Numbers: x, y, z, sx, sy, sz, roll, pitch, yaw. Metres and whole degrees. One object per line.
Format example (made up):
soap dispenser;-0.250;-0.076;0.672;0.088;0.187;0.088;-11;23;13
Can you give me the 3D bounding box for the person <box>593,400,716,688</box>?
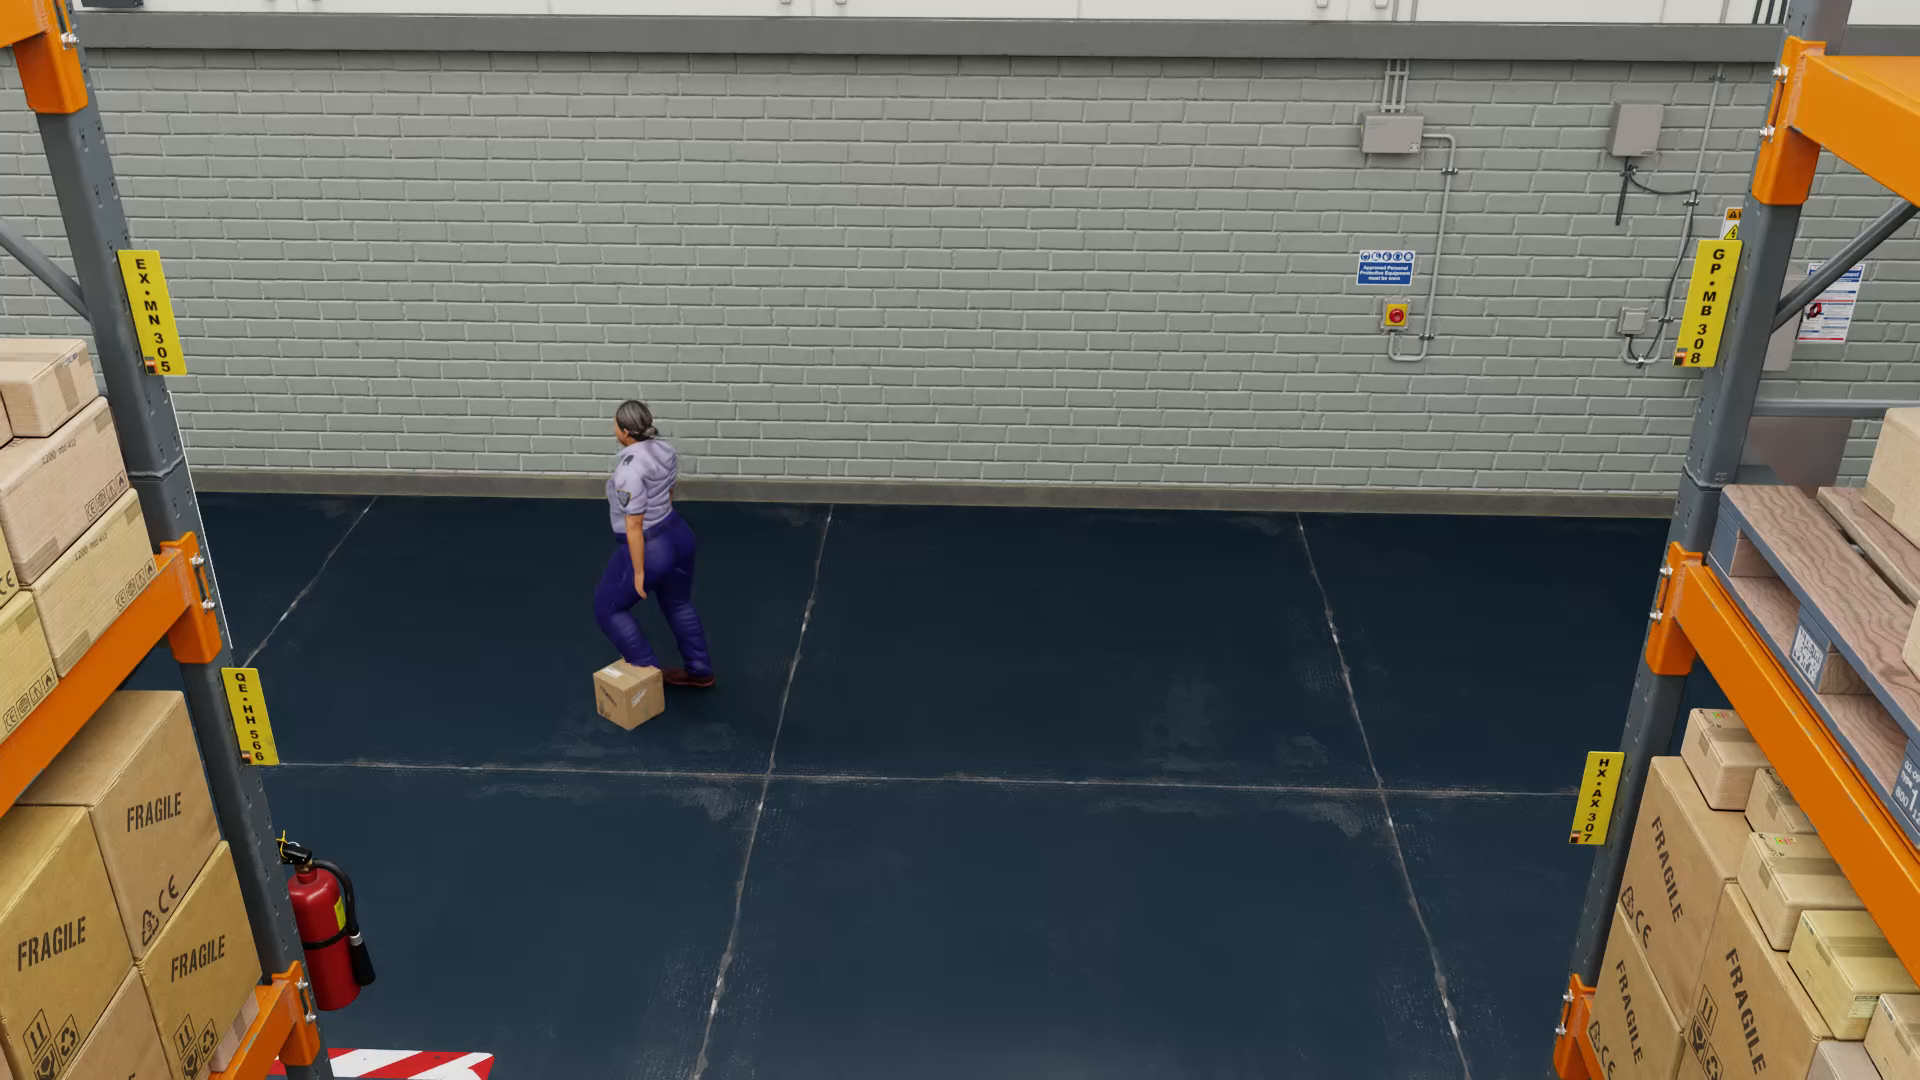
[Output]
person;-1.581;0.076;8.503;0.520;1.684;0.519;12;30;21
